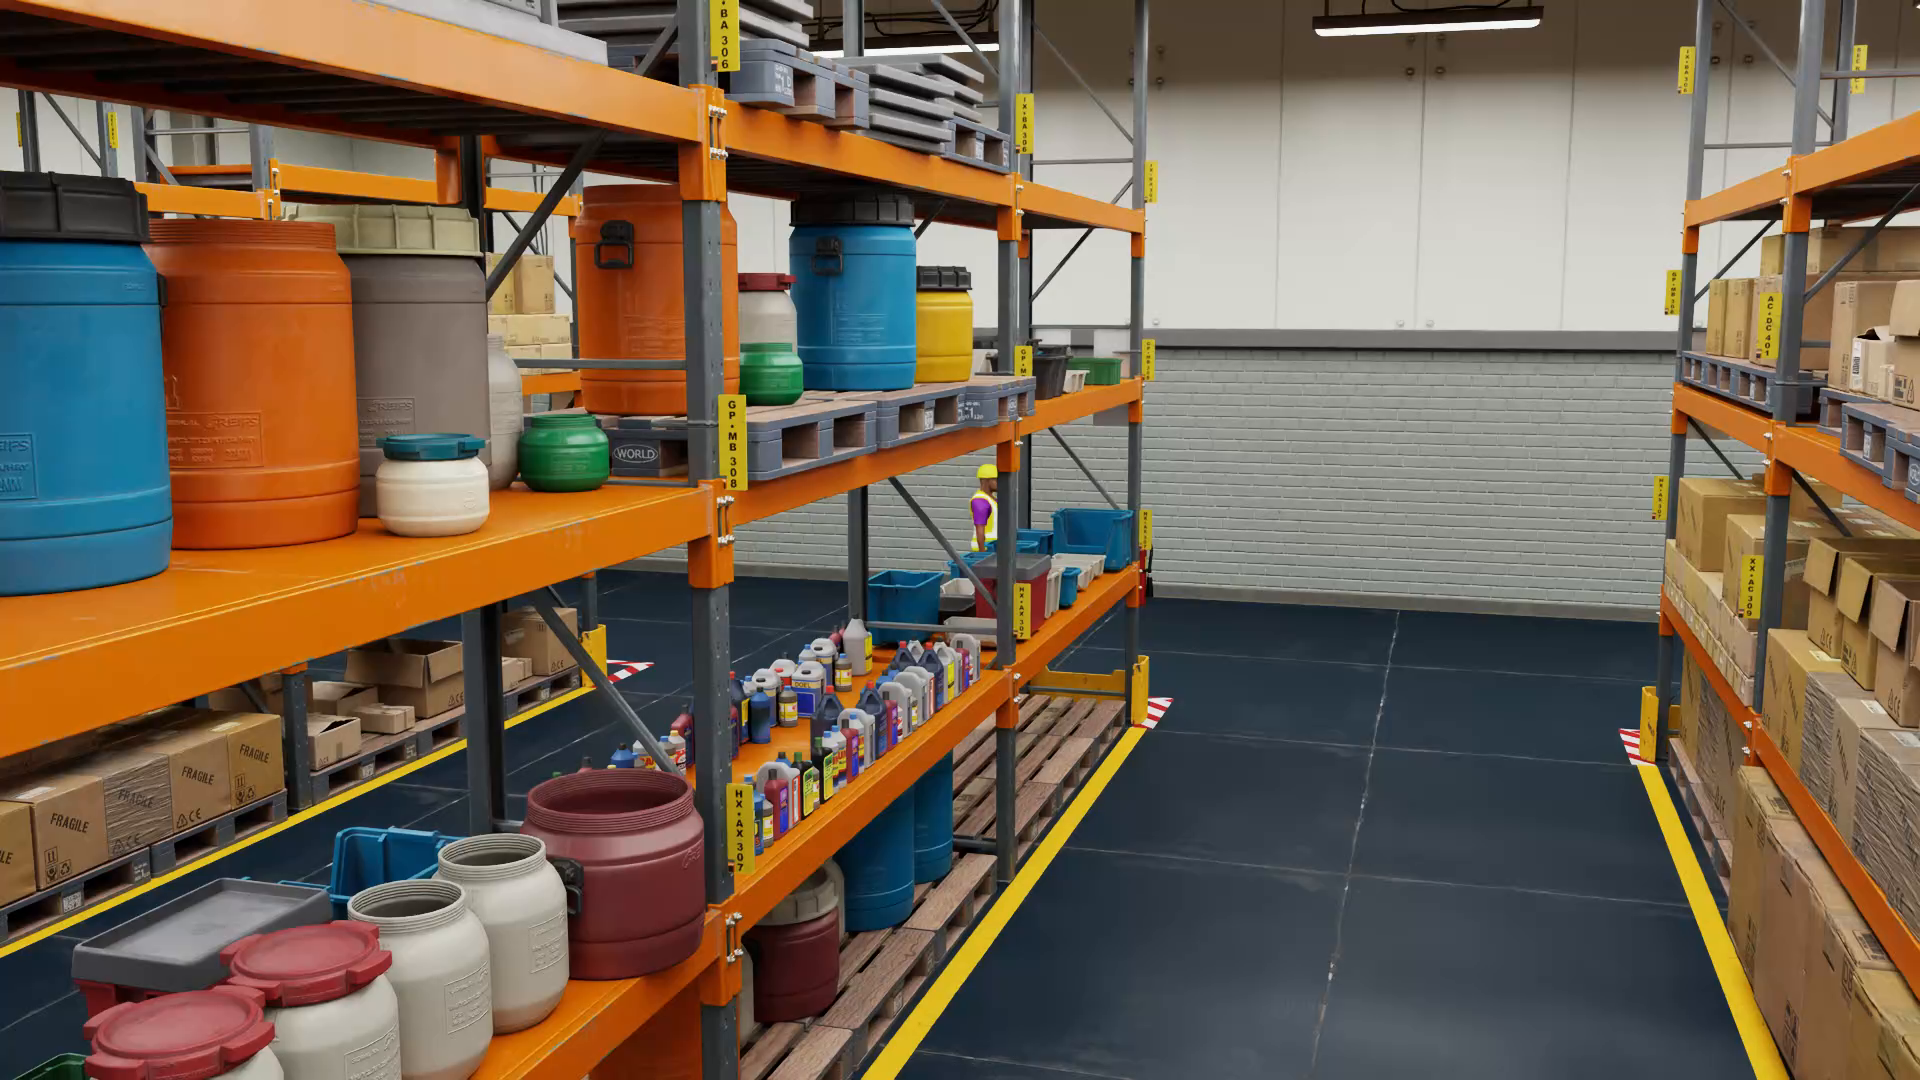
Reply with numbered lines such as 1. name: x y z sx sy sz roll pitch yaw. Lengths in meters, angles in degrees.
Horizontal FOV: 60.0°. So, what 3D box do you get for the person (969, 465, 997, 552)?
1. person: 0.306 0.135 16.983 0.367 1.815 0.575 2 9 15
